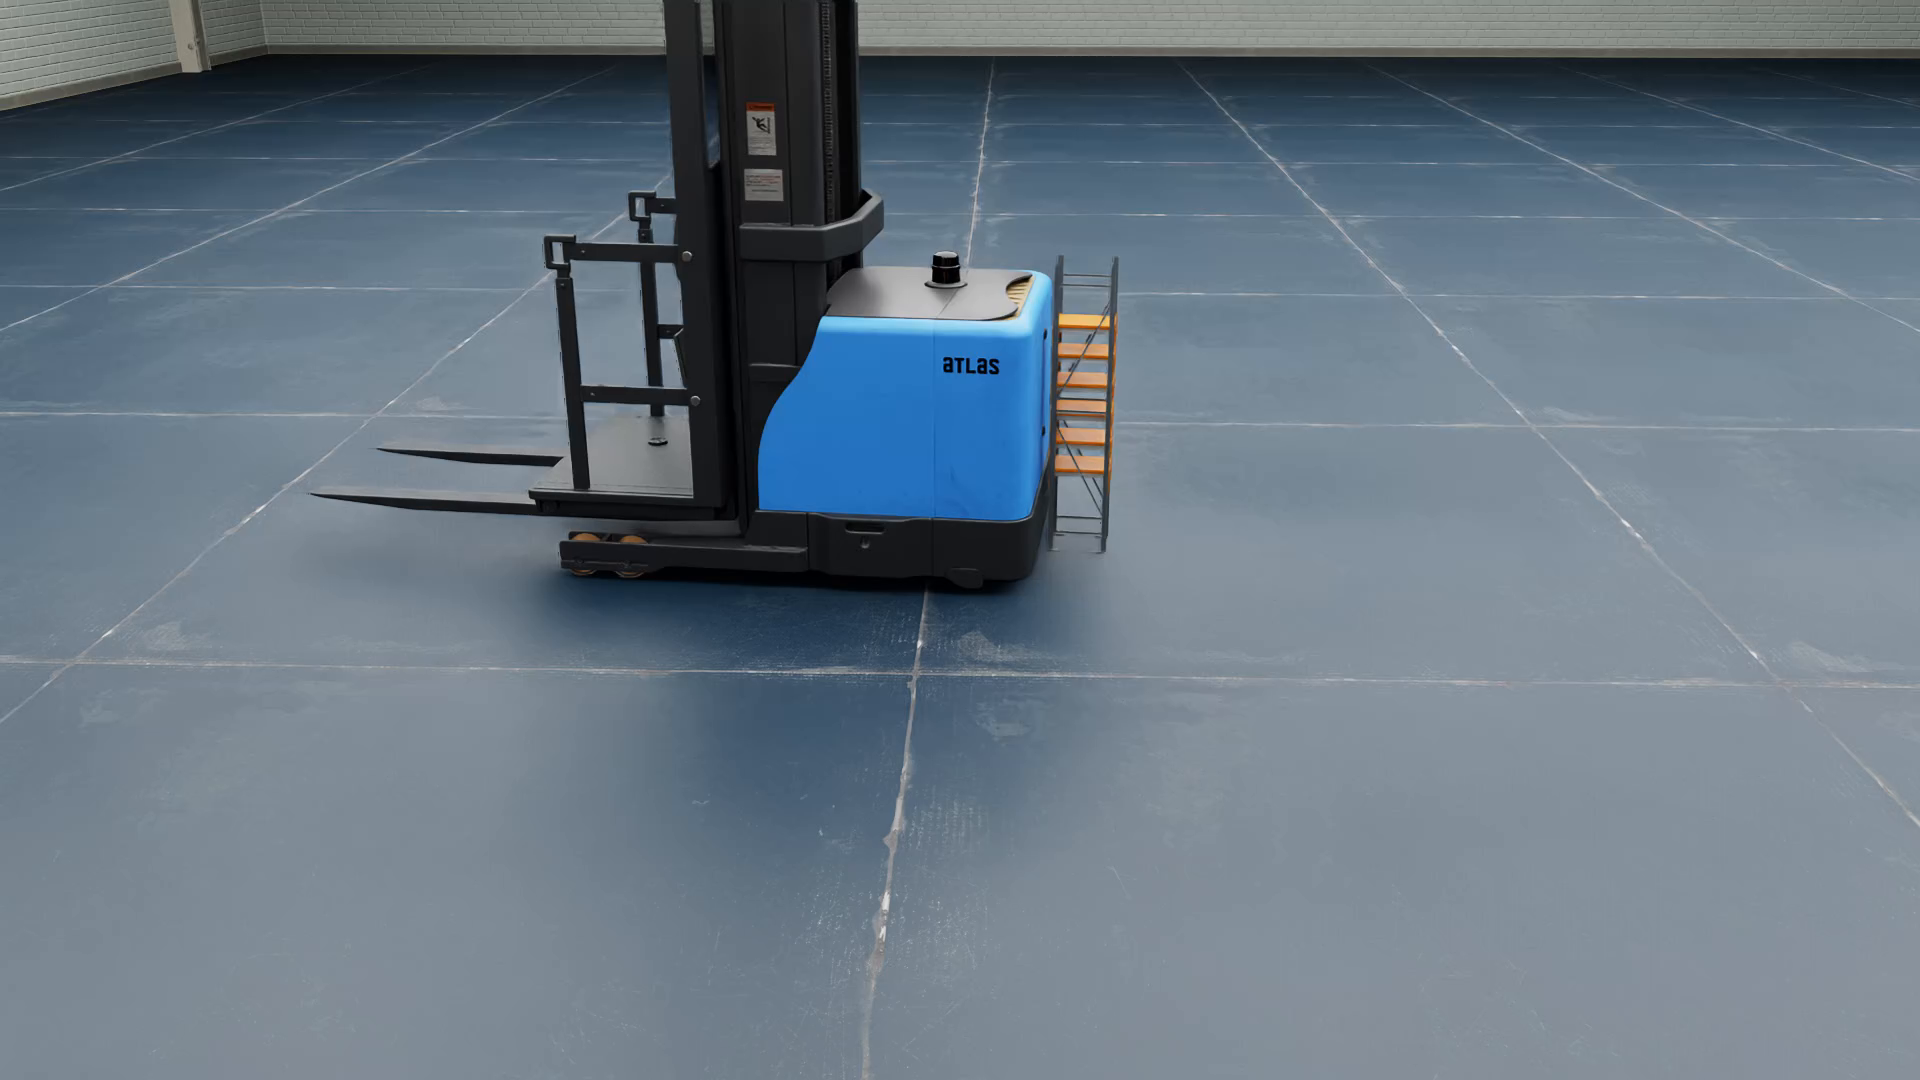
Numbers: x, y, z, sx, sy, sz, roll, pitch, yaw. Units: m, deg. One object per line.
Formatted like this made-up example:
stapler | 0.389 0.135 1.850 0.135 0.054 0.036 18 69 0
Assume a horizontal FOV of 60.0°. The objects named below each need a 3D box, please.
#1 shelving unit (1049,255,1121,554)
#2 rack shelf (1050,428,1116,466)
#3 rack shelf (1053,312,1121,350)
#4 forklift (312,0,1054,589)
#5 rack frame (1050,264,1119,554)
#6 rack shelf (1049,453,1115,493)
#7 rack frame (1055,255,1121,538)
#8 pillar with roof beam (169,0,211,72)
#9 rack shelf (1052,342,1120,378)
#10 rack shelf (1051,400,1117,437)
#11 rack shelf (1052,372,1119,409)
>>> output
shelving unit | 0.507 -0.541 6.764 0.258 1.200 0.189 3 21 7
rack shelf | 0.506 -0.388 6.823 0.258 0.103 0.180 3 21 7
rack shelf | 0.509 -0.836 6.649 0.258 0.103 0.180 3 21 7
forklift | -1.153 -1.399 6.582 3.031 2.935 1.130 3 21 7
rack frame | 0.495 -0.509 6.679 0.240 1.200 0.006 3 21 7
rack shelf | 0.506 -0.276 6.867 0.258 0.103 0.180 3 21 7
rack frame | 0.519 -0.574 6.848 0.240 1.200 0.006 3 21 7
pillar with roof beam | -7.523 -11.407 23.988 9.100 9.000 0.400 1 21 2
rack shelf | 0.508 -0.724 6.693 0.258 0.103 0.180 3 21 7
rack shelf | 0.507 -0.500 6.780 0.258 0.103 0.180 3 21 7
rack shelf | 0.508 -0.612 6.736 0.258 0.103 0.180 3 21 7
